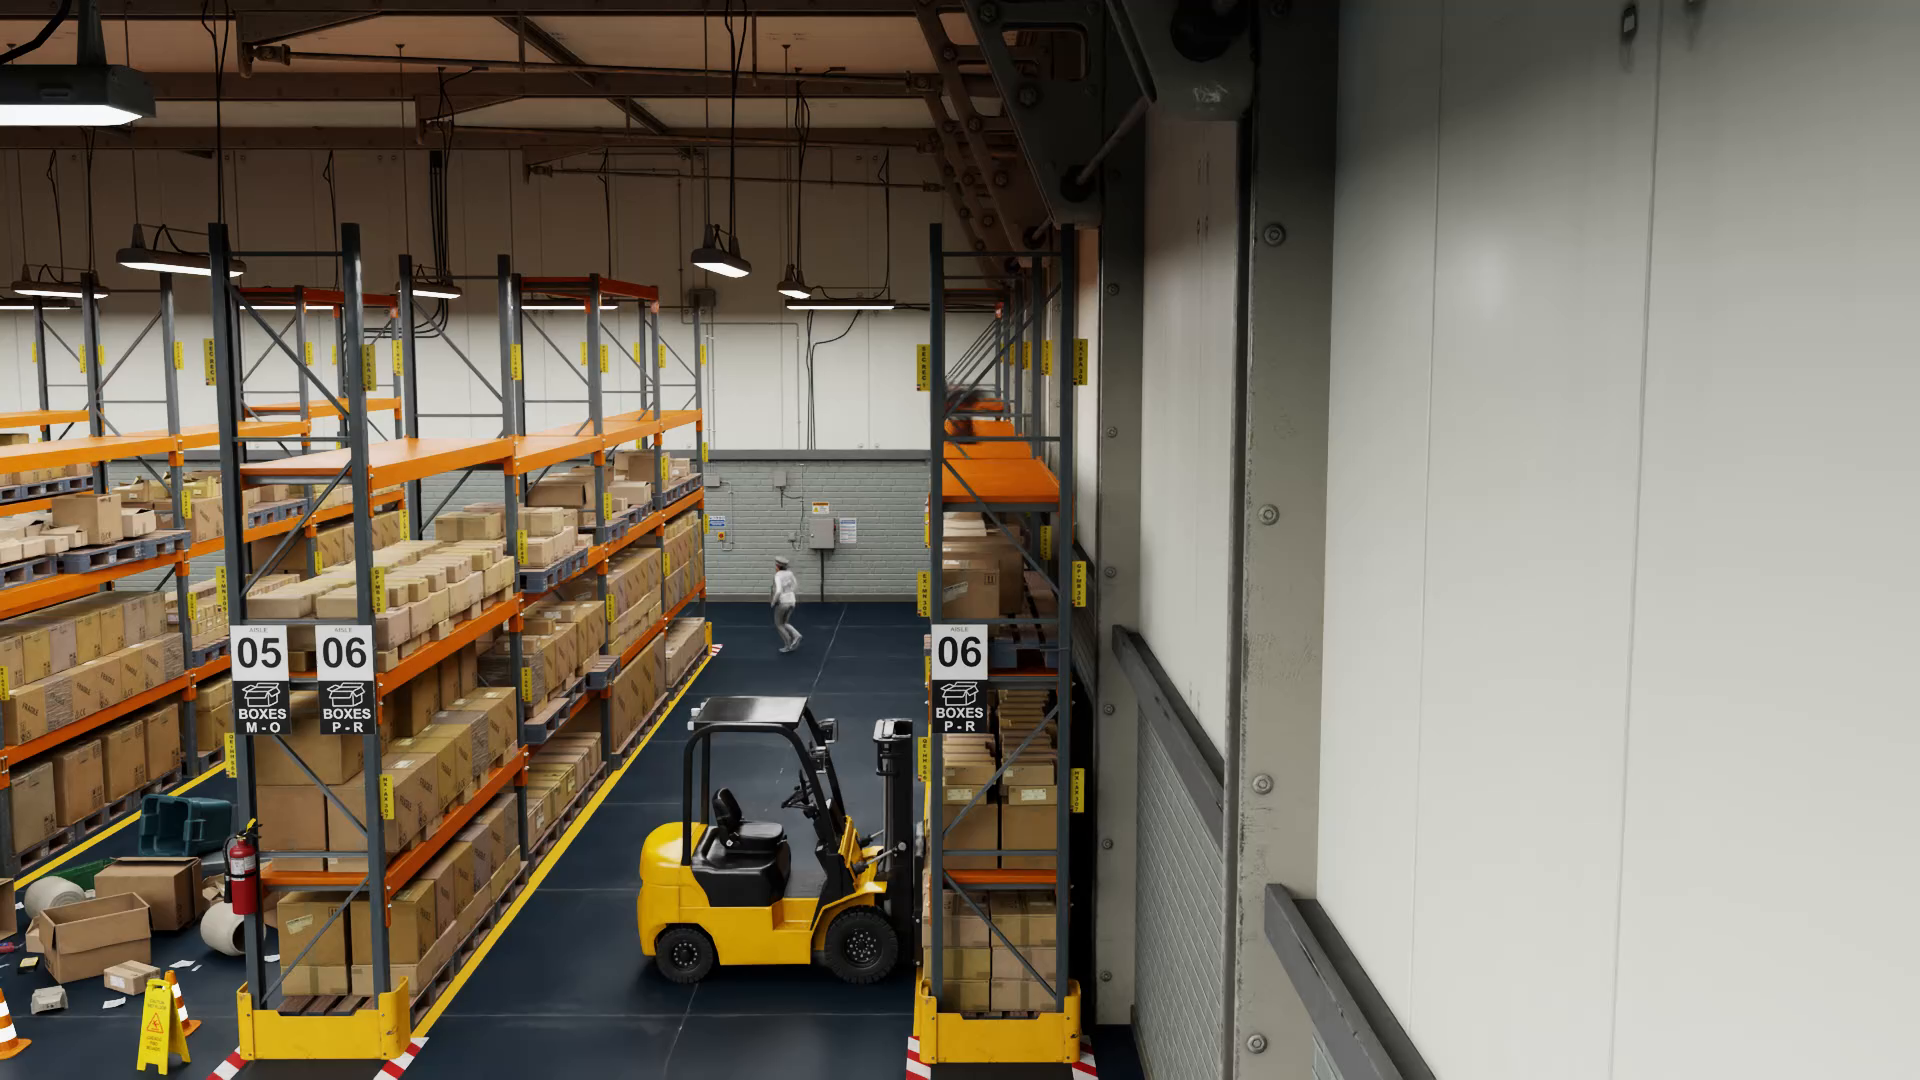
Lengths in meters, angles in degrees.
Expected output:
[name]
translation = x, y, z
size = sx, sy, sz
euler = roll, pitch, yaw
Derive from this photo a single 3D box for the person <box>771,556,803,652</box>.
[person]
translation = -2.891, 1.096, 28.065
size = 0.556, 1.642, 0.610
euler = 5, 8, 36
